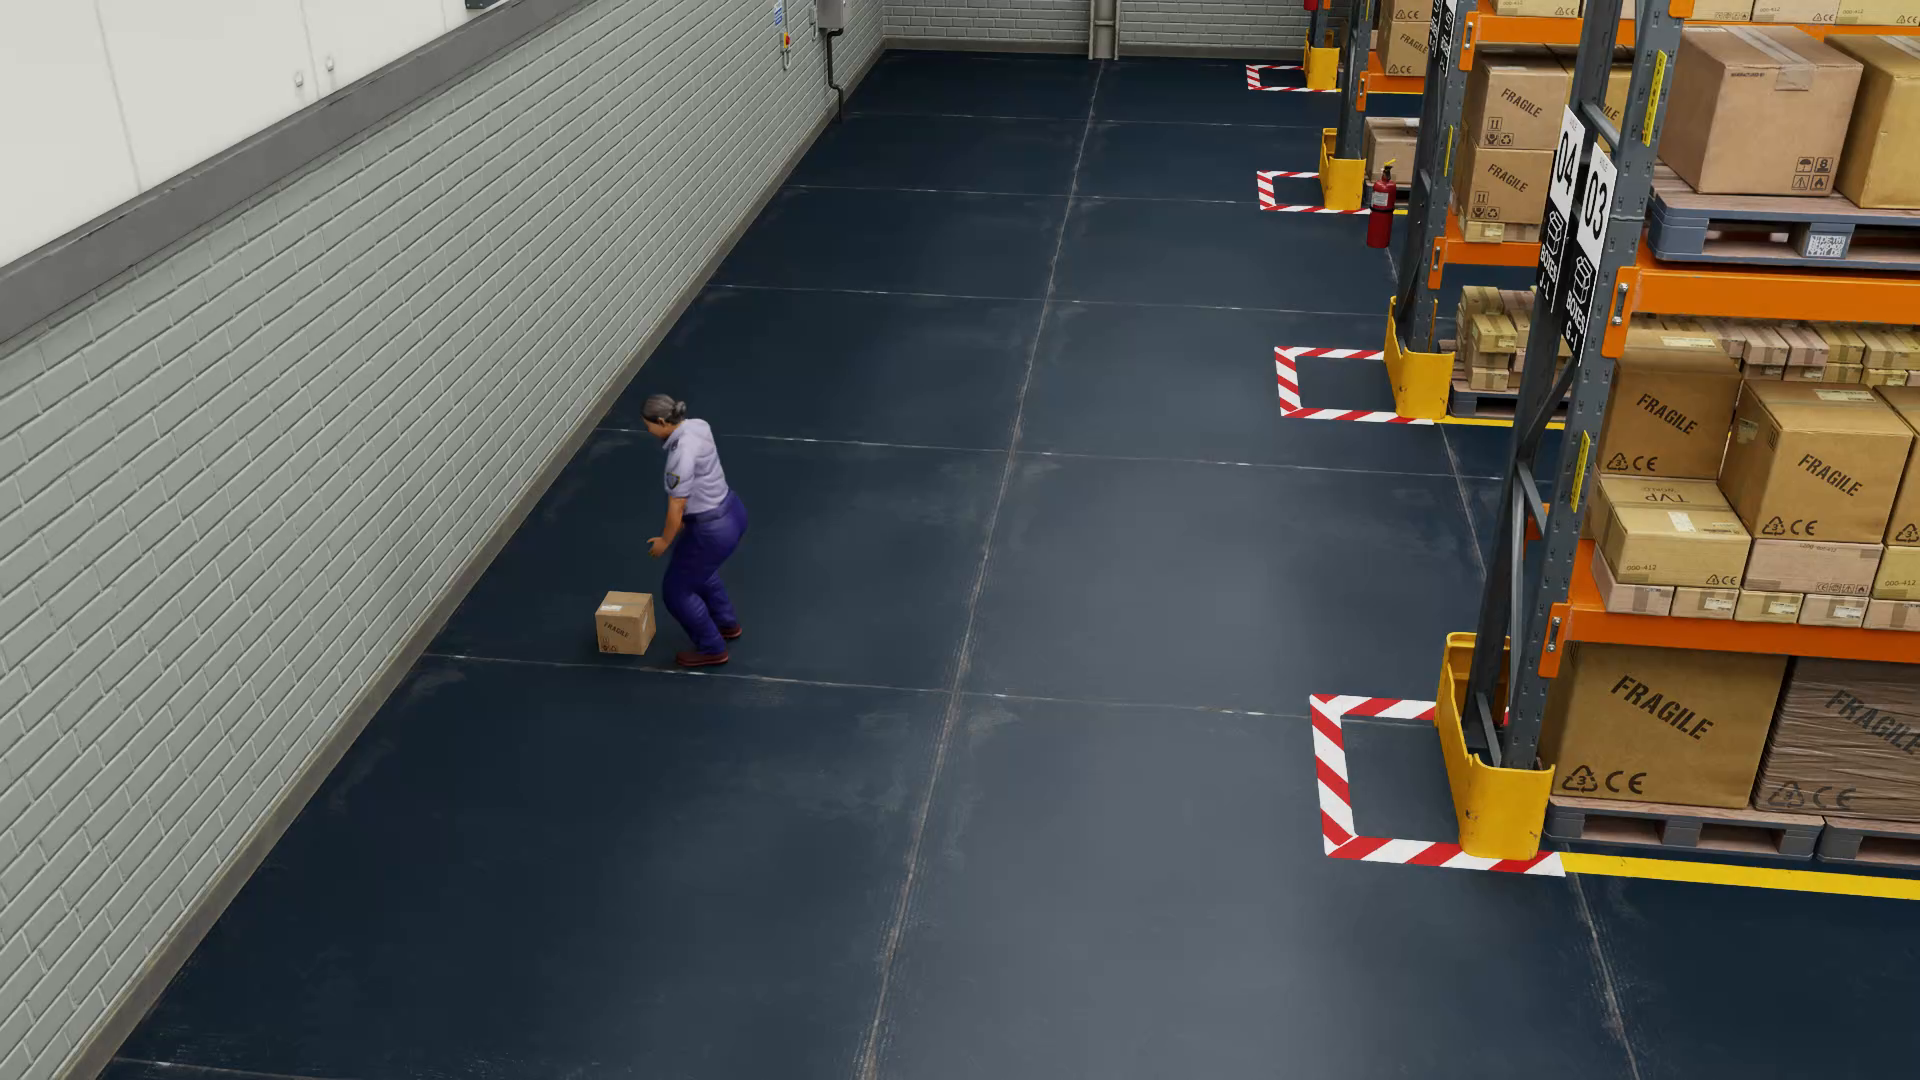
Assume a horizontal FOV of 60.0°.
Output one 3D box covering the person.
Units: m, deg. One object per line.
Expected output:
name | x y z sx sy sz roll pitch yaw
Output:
person | -1.400 -0.057 8.865 0.485 1.546 0.515 4 29 7
